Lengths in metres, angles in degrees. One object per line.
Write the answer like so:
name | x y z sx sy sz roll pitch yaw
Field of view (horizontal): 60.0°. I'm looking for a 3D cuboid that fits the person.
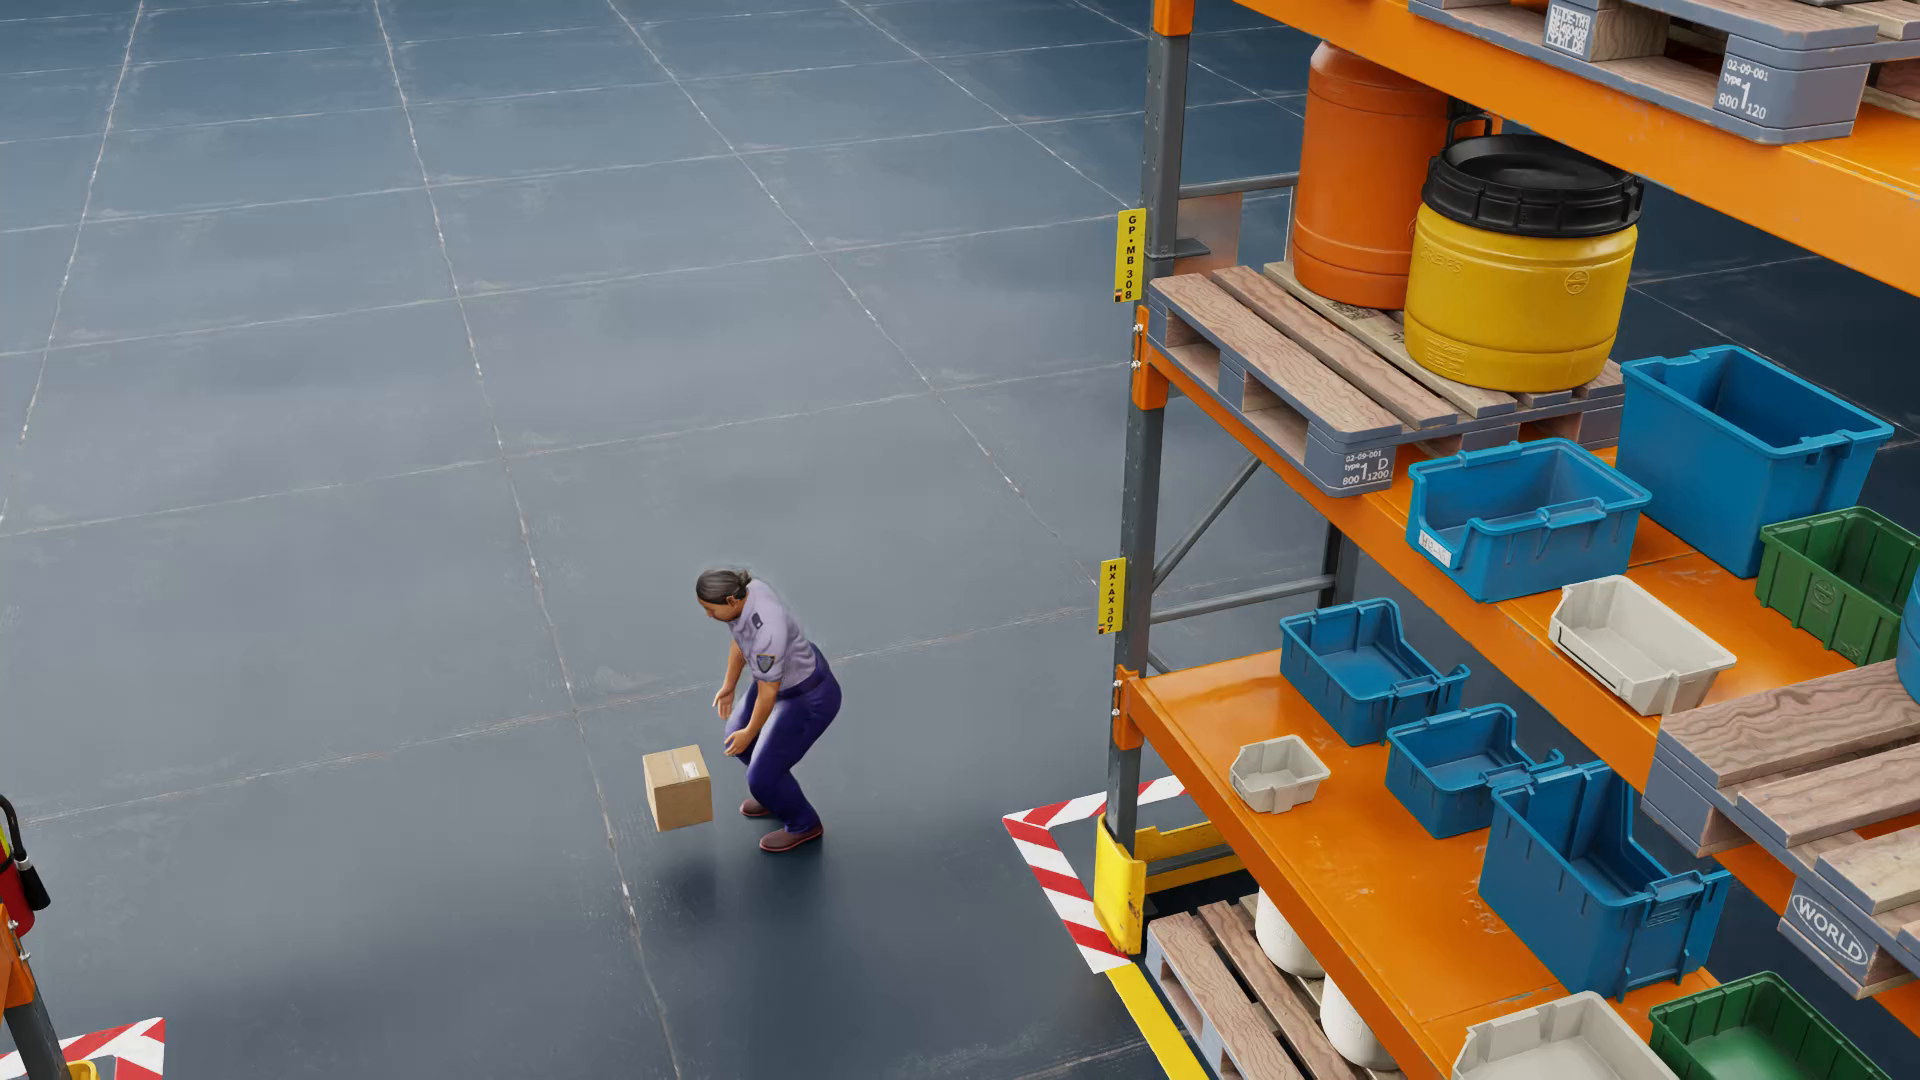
person | -0.821 0.712 7.335 0.593 1.446 0.530 -10 32 -17
